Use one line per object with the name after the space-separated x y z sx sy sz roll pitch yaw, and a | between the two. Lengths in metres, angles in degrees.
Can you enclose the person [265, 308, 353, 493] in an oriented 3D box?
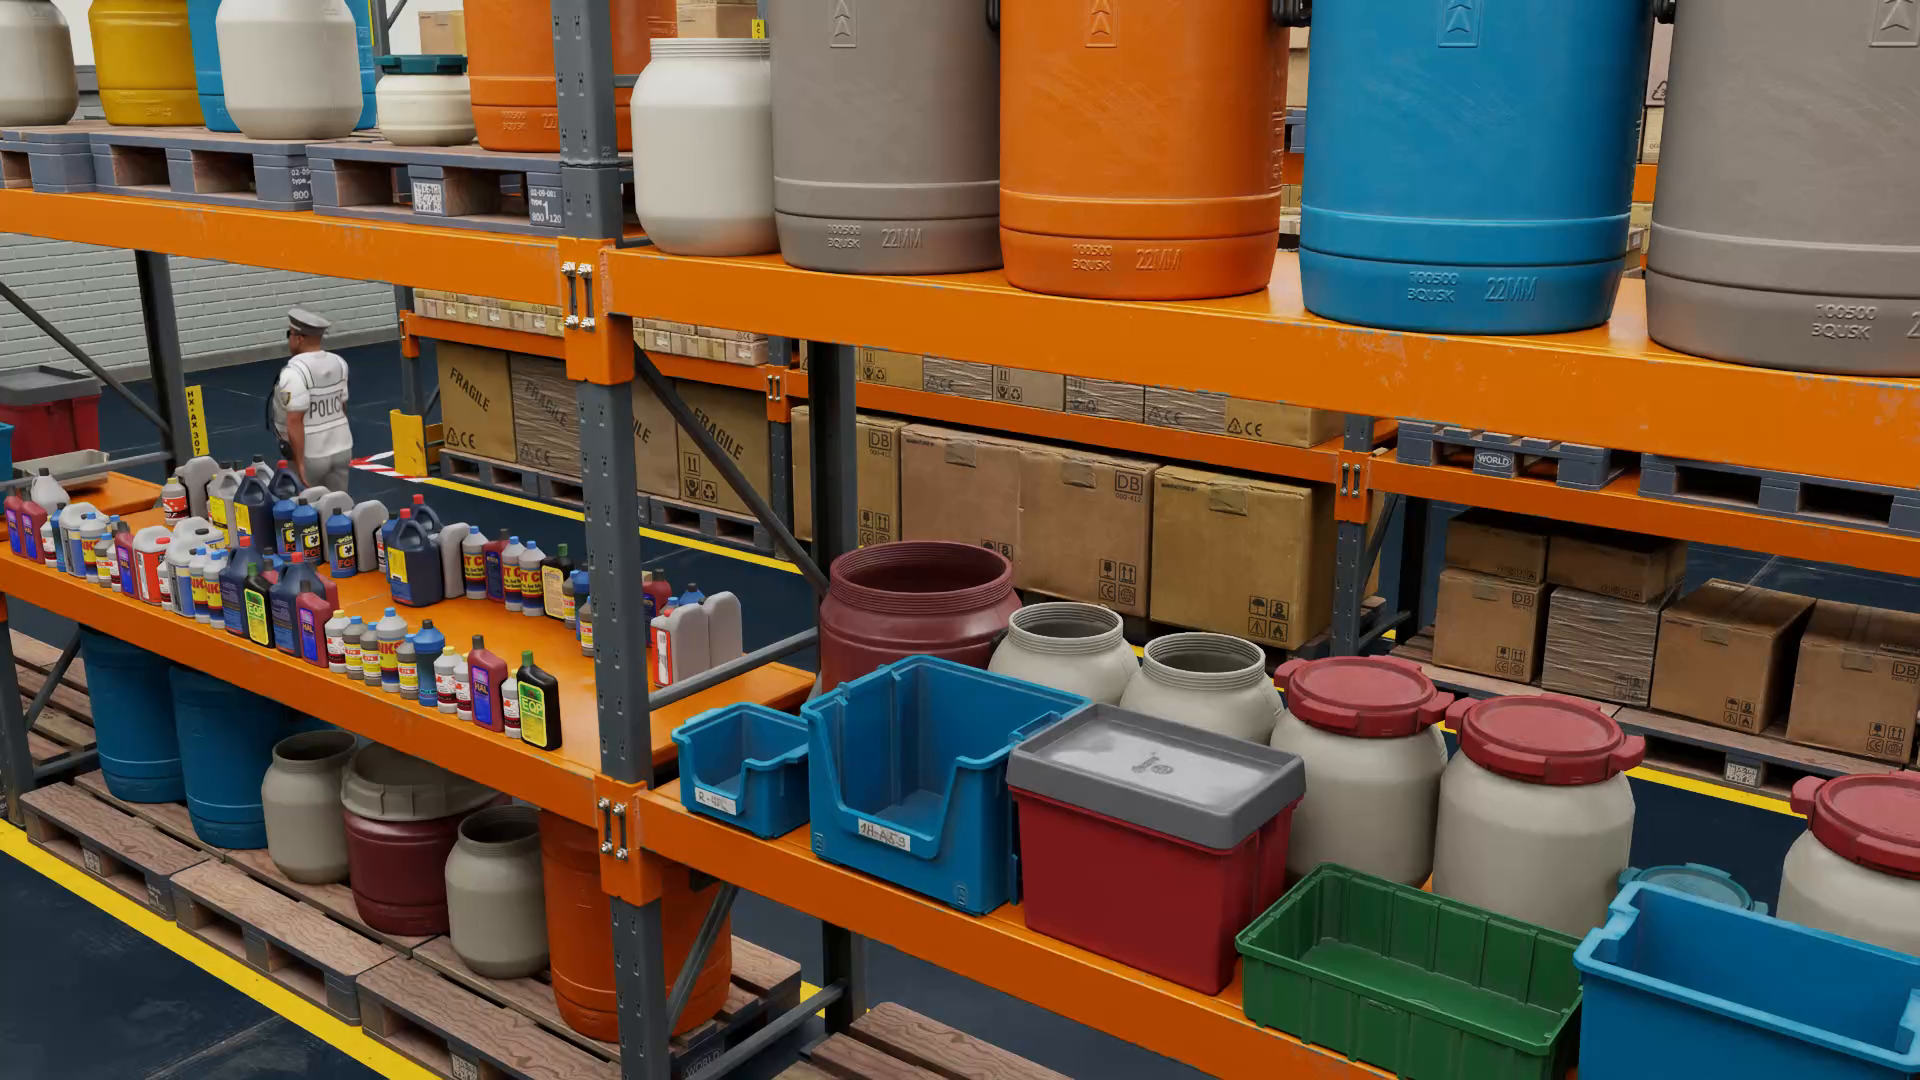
-4.014 -0.531 10.265 0.465 1.802 0.546 7 18 22 | person
